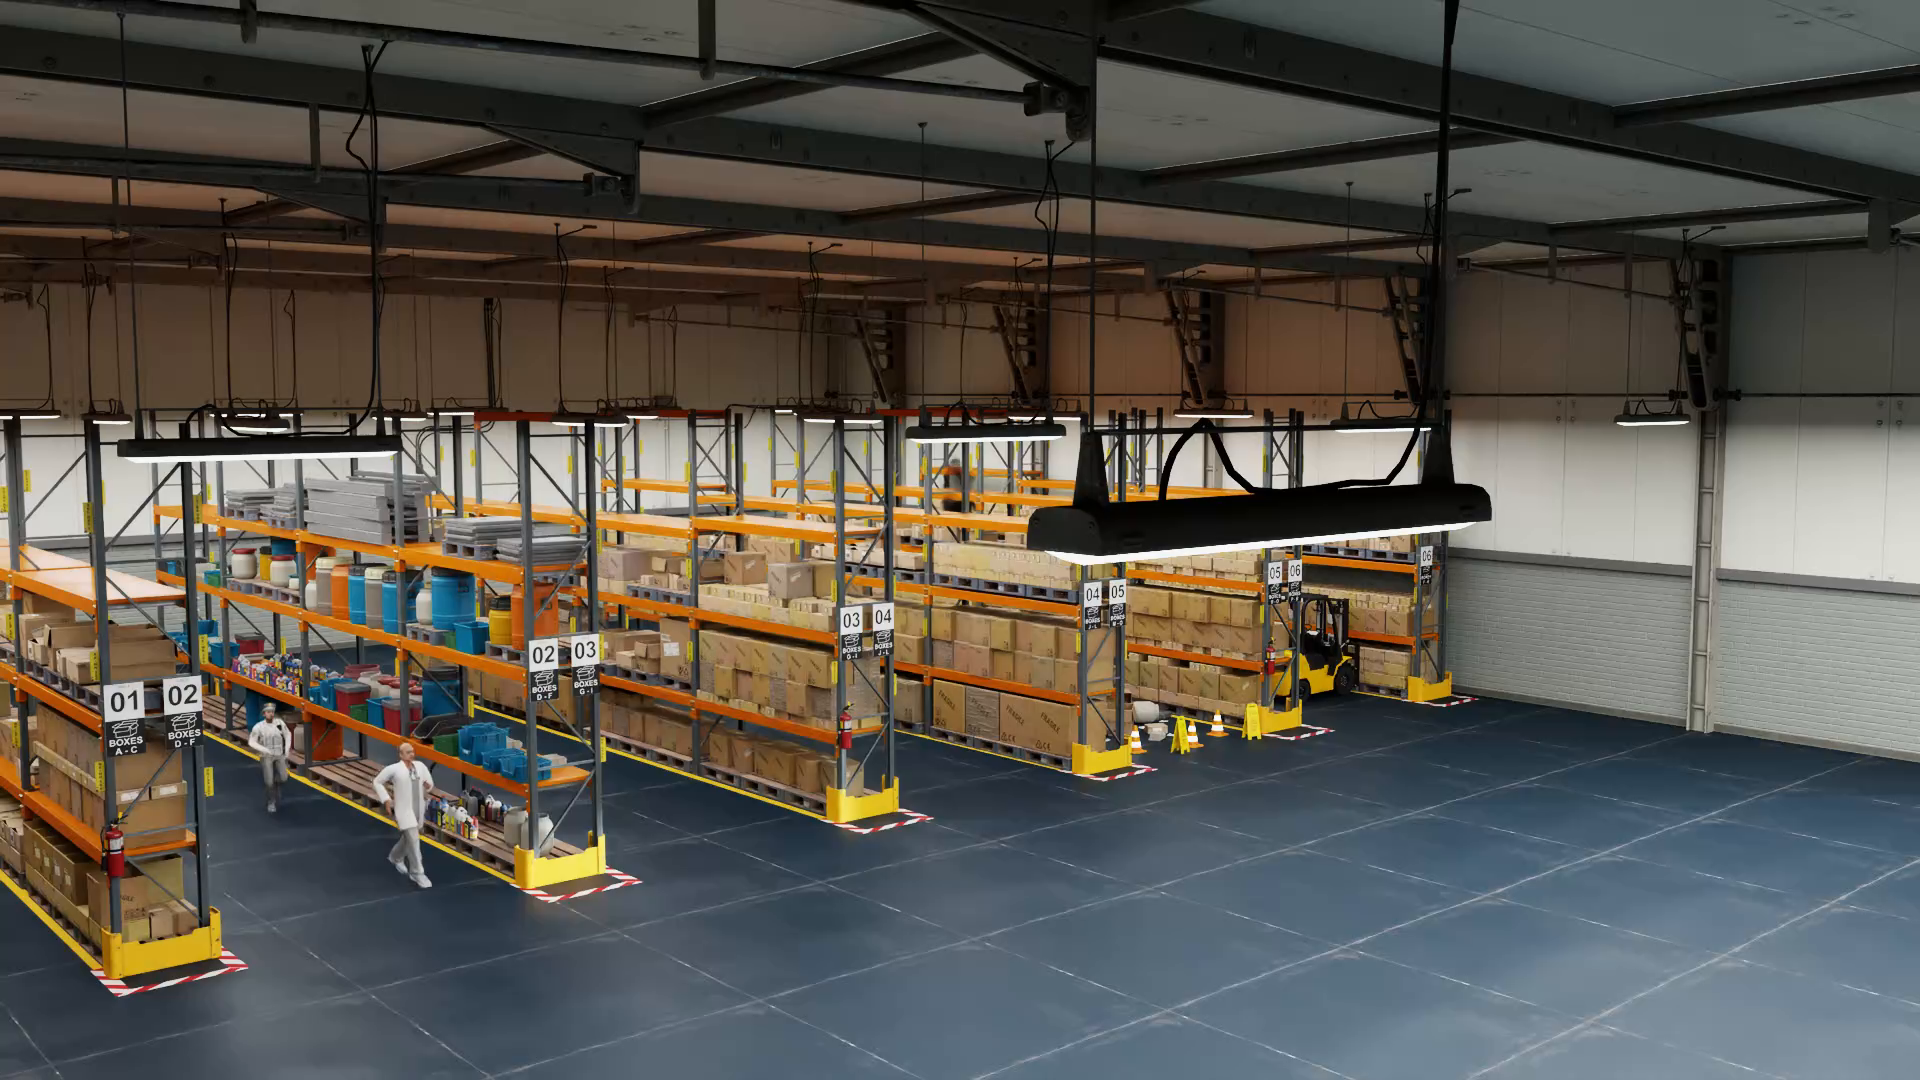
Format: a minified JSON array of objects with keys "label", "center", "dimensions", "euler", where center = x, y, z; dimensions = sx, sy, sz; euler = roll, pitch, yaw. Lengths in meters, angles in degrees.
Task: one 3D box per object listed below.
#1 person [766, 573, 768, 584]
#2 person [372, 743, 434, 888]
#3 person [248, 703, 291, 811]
[{"label":"person","center":[-5.131,1.642,44.589],"dimensions":[0.581,1.598,0.660],"euler":[0,5,-3]},{"label":"person","center":[-7.152,3.530,21.559],"dimensions":[0.987,1.810,0.686],"euler":[3,6,32]},{"label":"person","center":[-10.455,3.287,25.271],"dimensions":[0.657,1.663,0.561],"euler":[-4,6,-38]}]
